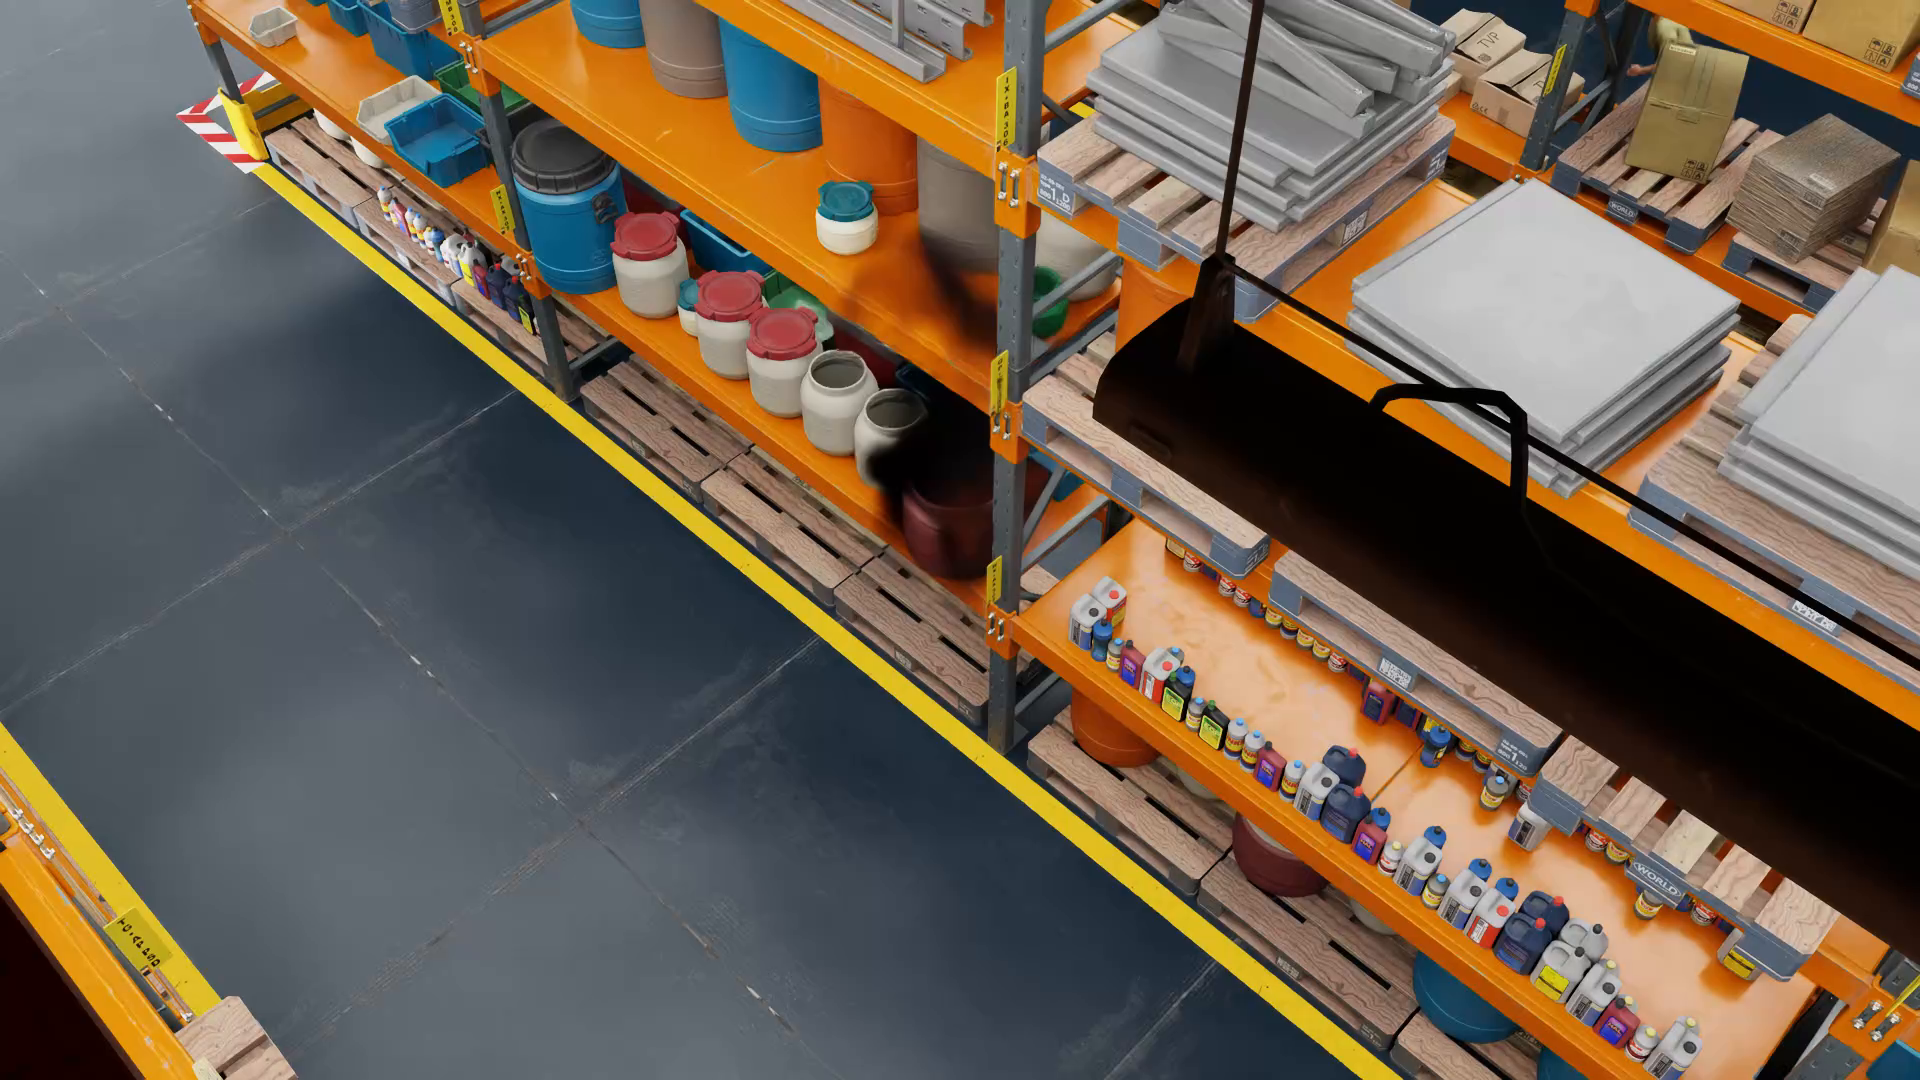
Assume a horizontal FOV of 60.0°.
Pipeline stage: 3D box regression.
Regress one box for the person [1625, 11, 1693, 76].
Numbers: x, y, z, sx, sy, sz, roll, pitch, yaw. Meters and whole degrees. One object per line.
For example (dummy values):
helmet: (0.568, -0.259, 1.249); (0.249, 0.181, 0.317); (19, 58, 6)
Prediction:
person: (5.281, -3.436, 12.320); (0.869, 1.482, 0.597); (19, 53, 15)
